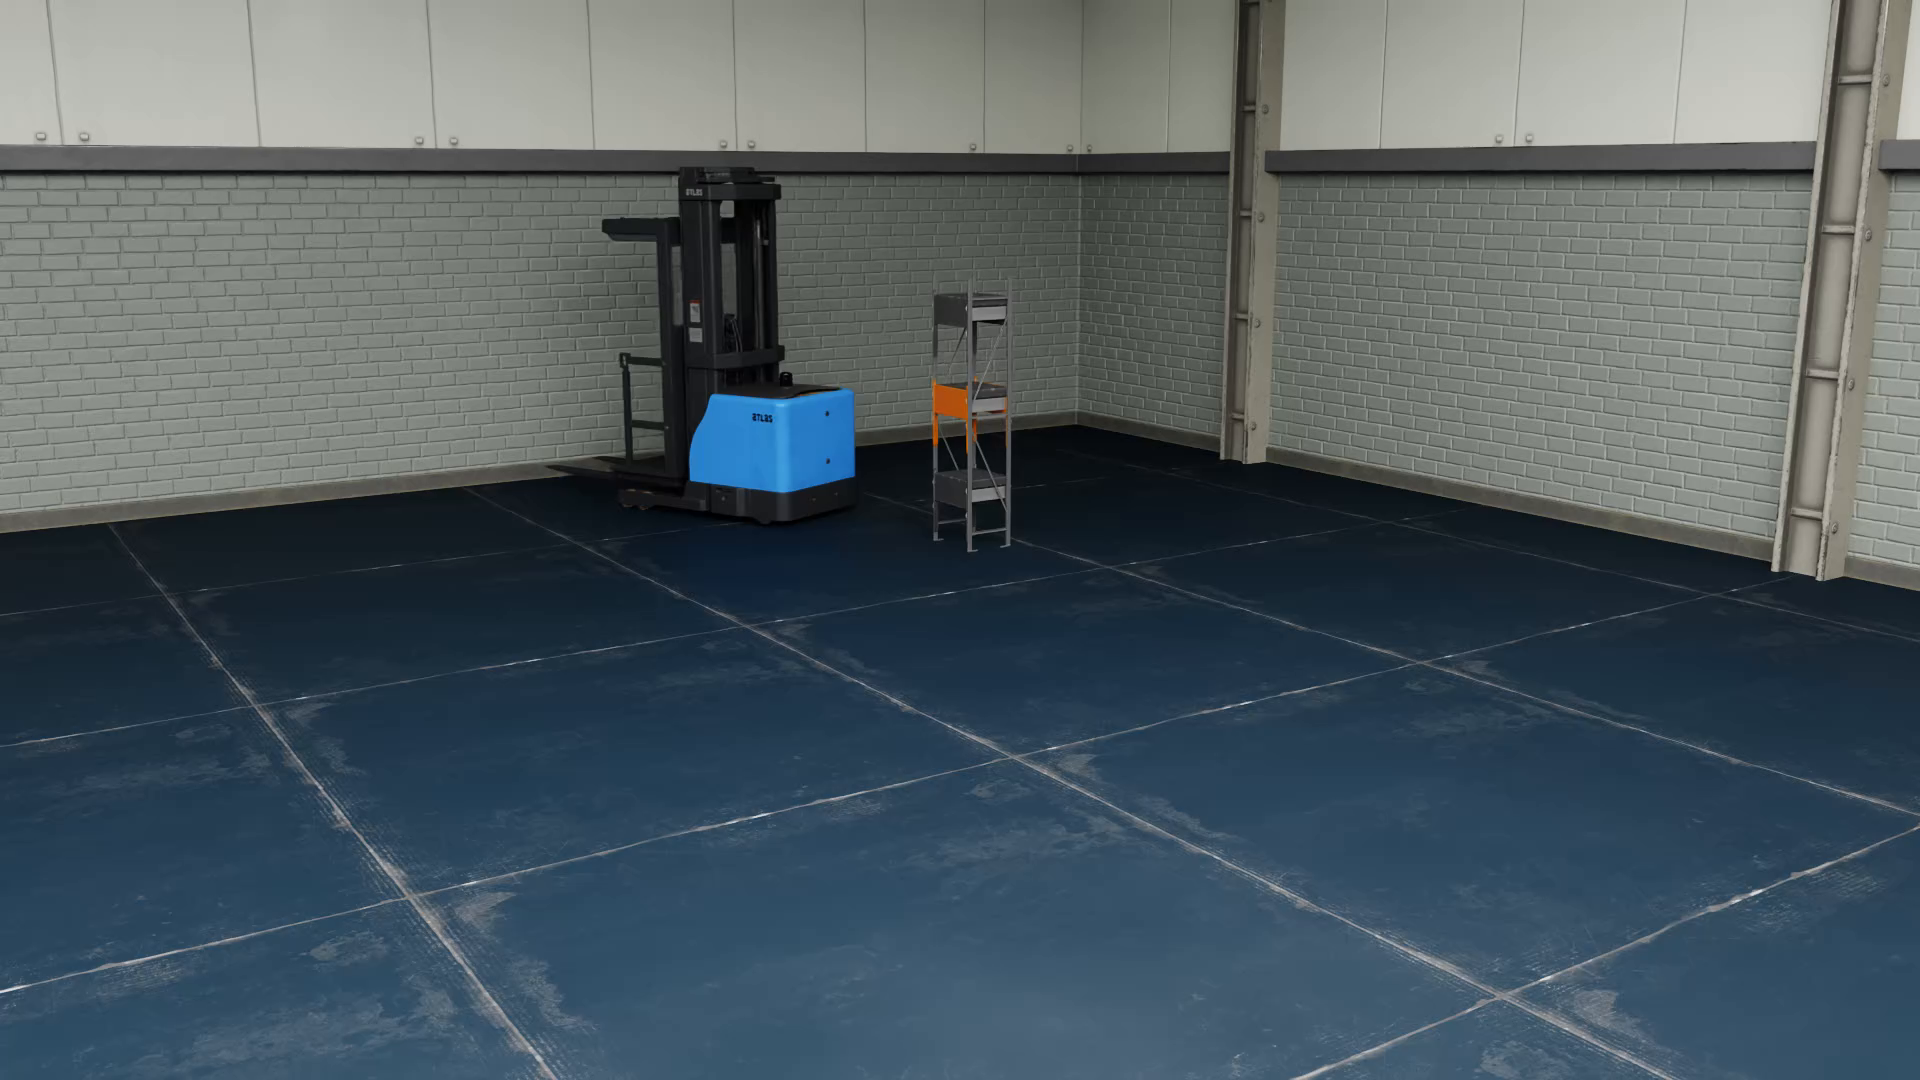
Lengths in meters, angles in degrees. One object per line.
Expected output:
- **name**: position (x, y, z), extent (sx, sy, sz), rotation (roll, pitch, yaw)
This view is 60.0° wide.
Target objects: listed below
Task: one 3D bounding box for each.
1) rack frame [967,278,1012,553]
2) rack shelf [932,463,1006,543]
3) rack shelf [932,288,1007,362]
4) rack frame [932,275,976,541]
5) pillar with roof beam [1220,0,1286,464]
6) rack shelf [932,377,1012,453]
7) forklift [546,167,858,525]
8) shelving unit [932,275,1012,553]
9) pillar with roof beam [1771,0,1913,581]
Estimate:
- **rack frame**: position (0.227, -0.953, 12.804), extent (0.400, 2.100, 0.015), rotation (-8, 15, -33)
- **rack shelf**: position (0.092, -0.299, 13.155), extent (0.431, 0.518, 0.480), rotation (-8, 15, -33)
- **rack shelf**: position (0.092, -1.667, 12.856), extent (0.431, 0.518, 0.480), rotation (-8, 15, -33)
- **rack frame**: position (-0.043, -1.040, 13.201), extent (0.400, 2.100, 0.015), rotation (-8, 15, -33)
- **pillar with roof beam**: position (-0.663, -4.710, 13.838), extent (9.100, 9.000, 0.400), rotation (-8, 15, -33)
- **rack shelf**: position (0.092, -0.983, 13.006), extent (0.431, 0.518, 0.480), rotation (-8, 15, -33)
- **forklift**: position (-2.404, -1.777, 14.628), extent (3.031, 2.935, 1.130), rotation (8, 15, 33)
- **shelving unit**: position (0.092, -0.996, 13.003), extent (0.431, 2.100, 0.503), rotation (-8, 15, -33)
- **pillar with roof beam**: position (2.662, -3.643, 8.958), extent (9.100, 9.000, 0.400), rotation (-8, 15, -33)
